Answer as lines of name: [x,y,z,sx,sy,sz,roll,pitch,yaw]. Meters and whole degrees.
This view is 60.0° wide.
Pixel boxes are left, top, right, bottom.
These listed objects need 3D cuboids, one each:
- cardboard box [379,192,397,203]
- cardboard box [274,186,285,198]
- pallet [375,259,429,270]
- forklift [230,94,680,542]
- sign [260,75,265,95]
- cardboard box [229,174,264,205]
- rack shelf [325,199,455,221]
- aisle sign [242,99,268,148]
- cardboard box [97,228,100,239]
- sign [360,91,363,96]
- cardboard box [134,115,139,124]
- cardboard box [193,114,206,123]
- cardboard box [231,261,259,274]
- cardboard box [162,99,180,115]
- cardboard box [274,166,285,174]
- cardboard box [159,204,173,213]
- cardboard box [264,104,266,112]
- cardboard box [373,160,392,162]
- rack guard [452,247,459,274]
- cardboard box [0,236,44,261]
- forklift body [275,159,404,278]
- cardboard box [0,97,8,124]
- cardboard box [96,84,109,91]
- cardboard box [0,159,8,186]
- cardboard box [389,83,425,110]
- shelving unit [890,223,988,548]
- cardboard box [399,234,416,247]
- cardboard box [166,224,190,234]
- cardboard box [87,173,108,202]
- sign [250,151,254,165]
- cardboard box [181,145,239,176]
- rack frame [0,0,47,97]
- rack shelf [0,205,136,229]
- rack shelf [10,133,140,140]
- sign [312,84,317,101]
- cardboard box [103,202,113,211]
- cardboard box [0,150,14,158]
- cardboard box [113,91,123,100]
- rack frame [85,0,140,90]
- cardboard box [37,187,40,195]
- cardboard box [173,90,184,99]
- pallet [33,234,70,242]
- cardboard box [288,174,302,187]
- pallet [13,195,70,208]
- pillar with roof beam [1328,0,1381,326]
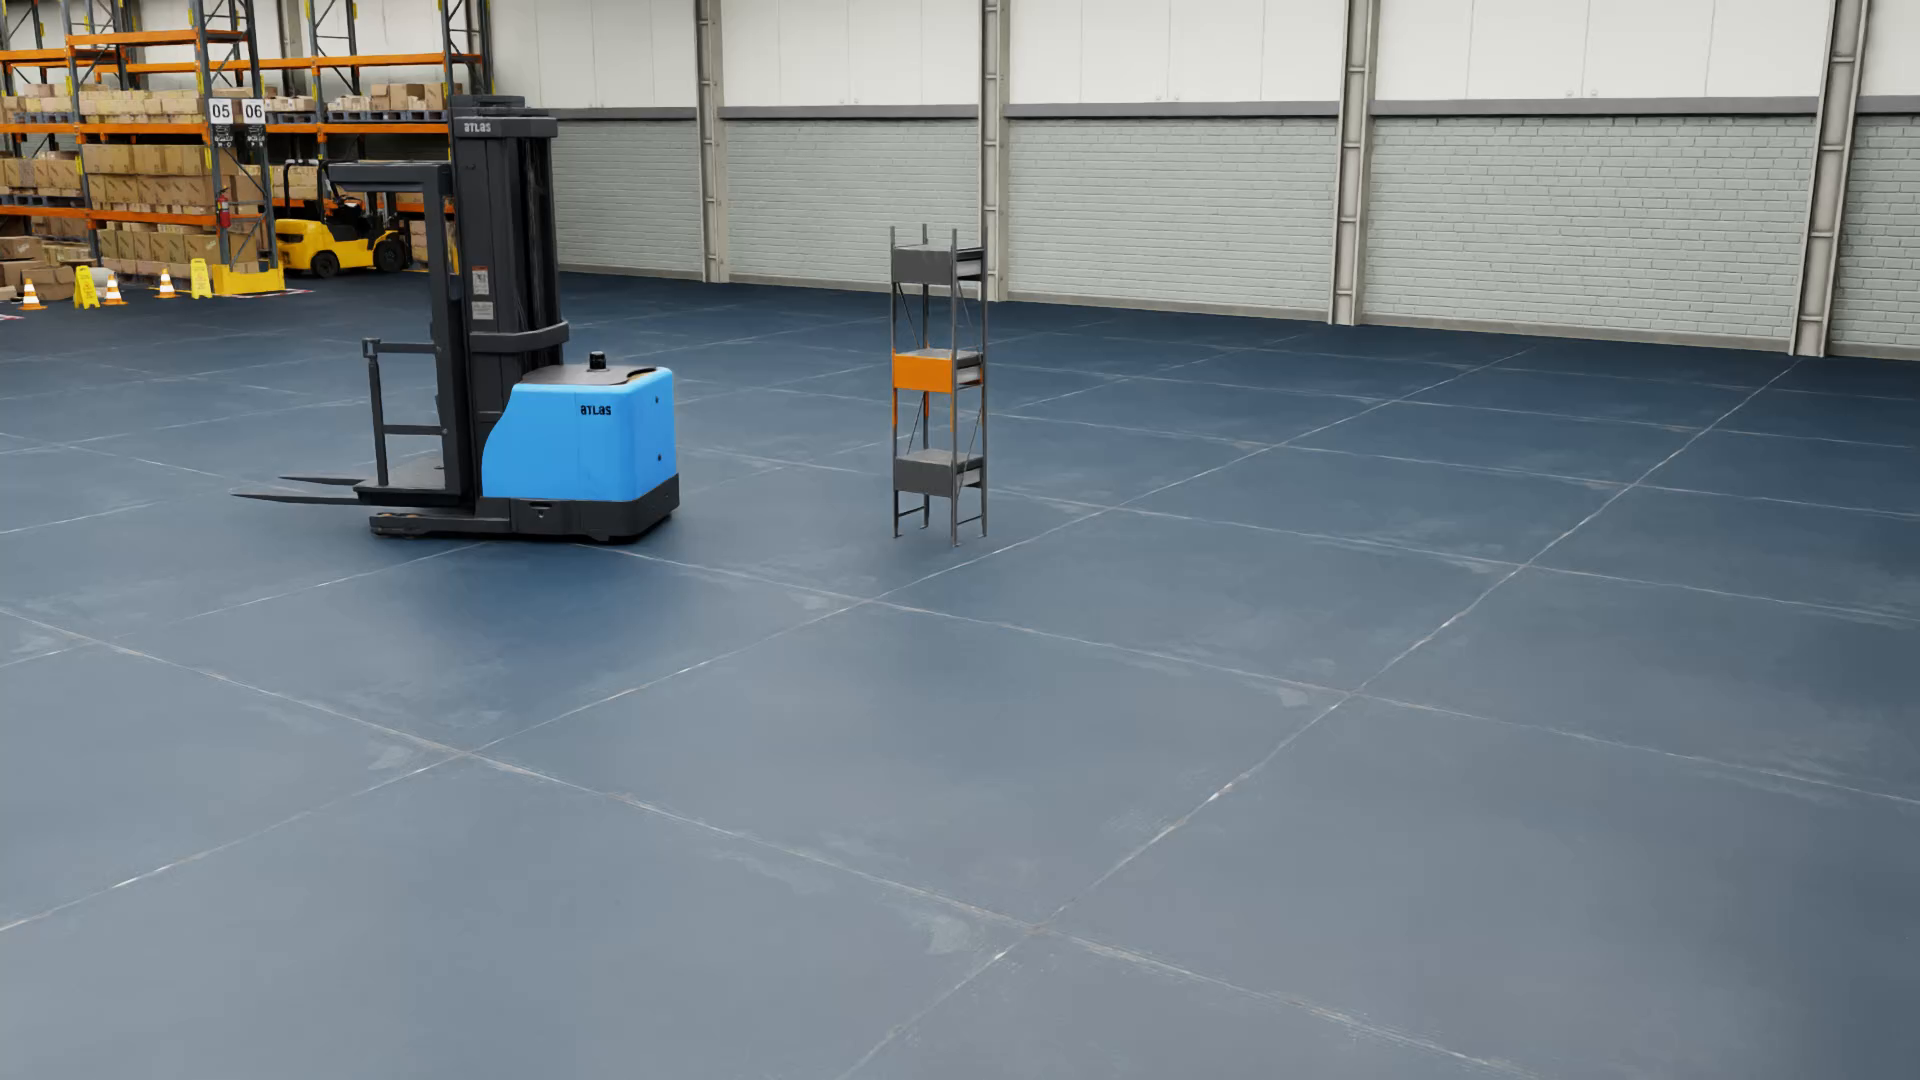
cardboard box: [-11.173,-6.963,33.000,0.500,0.500,0.500,9,17,33]
cardboard box: [-14.042,-7.313,34.937,0.500,0.250,0.500,9,17,33]
pallet: [-11.010,-5.600,33.505,1.213,0.211,1.003,9,17,33]
forklift: [-3.590,-1.553,11.498,3.031,2.935,1.130,2,14,8]
sign: [-11.808,-7.694,28.099,0.005,0.325,0.100,9,17,33]
cardboard box: [-12.349,-6.017,28.560,0.500,0.500,0.500,9,16,32]
rack shelf: [-11.003,-6.614,33.298,4.000,0.370,1.077,9,17,33]
aisle sign: [-11.887,-7.021,28.032,0.004,0.787,0.394,9,17,33]
cardboard box: [-20.224,-7.245,39.166,0.258,0.266,0.396,10,17,35]
sign: [-12.354,-9.088,34.311,0.005,0.325,0.100,9,17,33]
cardboard box: [-14.027,-7.278,28.761,0.250,0.149,0.380,9,17,33]
cardboard box: [-12.563,-7.031,27.766,0.250,0.149,0.380,9,17,33]
cardboard box: [-12.626,-4.738,29.068,0.500,0.250,0.500,9,17,32]
cardboard box: [-13.095,-7.318,28.094,0.500,0.250,0.500,9,16,32]
cardboard box: [-14.147,-7.762,34.880,0.250,0.149,0.380,9,17,33]
cardboard box: [-13.641,-5.748,28.825,0.250,0.149,0.380,9,17,32]
cardboard box: [-14.385,-9.009,34.671,0.250,0.149,0.380,9,16,32]
cardboard box: [-11.451,-7.481,33.123,0.250,0.149,0.380,9,17,33]
rack guard: [-9.324,-5.479,32.415,0.348,0.500,1.175,9,17,33]
cardboard box: [-16.399,-5.037,29.054,0.500,0.500,0.500,9,17,33]
forklift body: [-11.935,-6.174,31.788,1.214,2.155,2.313,9,17,33]
cardboard box: [-17.968,-8.154,31.568,0.500,0.500,0.700,9,17,33]
cardboard box: [-16.110,-8.295,30.743,0.500,0.250,0.500,9,16,32]
cardboard box: [-18.069,-7.000,31.657,0.500,0.500,0.500,10,17,36]
cardboard box: [-10.641,-8.620,32.372,0.500,0.500,0.700,9,17,33]
shelving unit: [-0.137,-1.041,11.161,0.503,2.100,0.431,9,17,33]
cardboard box: [-10.772,-5.945,32.903,0.500,0.250,0.500,9,16,32]
cardboard box: [-13.470,-5.379,28.747,0.250,0.149,0.380,10,17,34]
cardboard box: [-15.221,-6.320,29.784,0.500,0.500,0.500,9,17,33]
sign: [-15.675,-8.441,36.772,0.005,0.325,0.100,9,17,33]
cardboard box: [-12.657,-6.408,28.061,0.500,0.500,0.700,9,16,31]
rack frame: [-22.620,-11.753,40.075,0.127,3.000,1.000,9,17,33]
rack shelf: [-17.090,-6.161,31.465,4.000,0.370,1.077,9,17,33]
rack shelf: [-20.961,-9.680,39.438,4.000,0.370,1.077,9,17,33]
sign: [-12.958,-8.982,33.392,0.005,0.325,0.100,9,17,33]
cardboard box: [-15.109,-5.990,29.801,0.250,0.149,0.380,10,17,34]
cardboard box: [-19.022,-7.427,32.794,0.500,0.500,0.500,9,16,31]
cardboard box: [-14.468,-7.725,28.910,0.250,0.149,0.380,9,16,31]
rack frame: [-19.301,-11.217,37.908,0.127,3.000,1.000,9,17,33]
cardboard box: [-17.011,-6.533,31.121,0.250,0.149,0.380,9,16,31]
cardboard box: [-12.971,-7.486,27.941,0.250,0.149,0.380,9,16,32]
pallet: [-21.895,-7.370,40.659,1.213,0.211,1.003,9,17,33]
cardboard box: [-13.644,-7.484,34.586,0.500,0.250,0.500,9,16,31]
pallet: [-17.084,-6.428,31.445,1.213,0.211,1.003,9,17,33]
pillar with roof beam: [3.115,-6.608,19.291,0.400,9.000,9.100,9,17,33]
